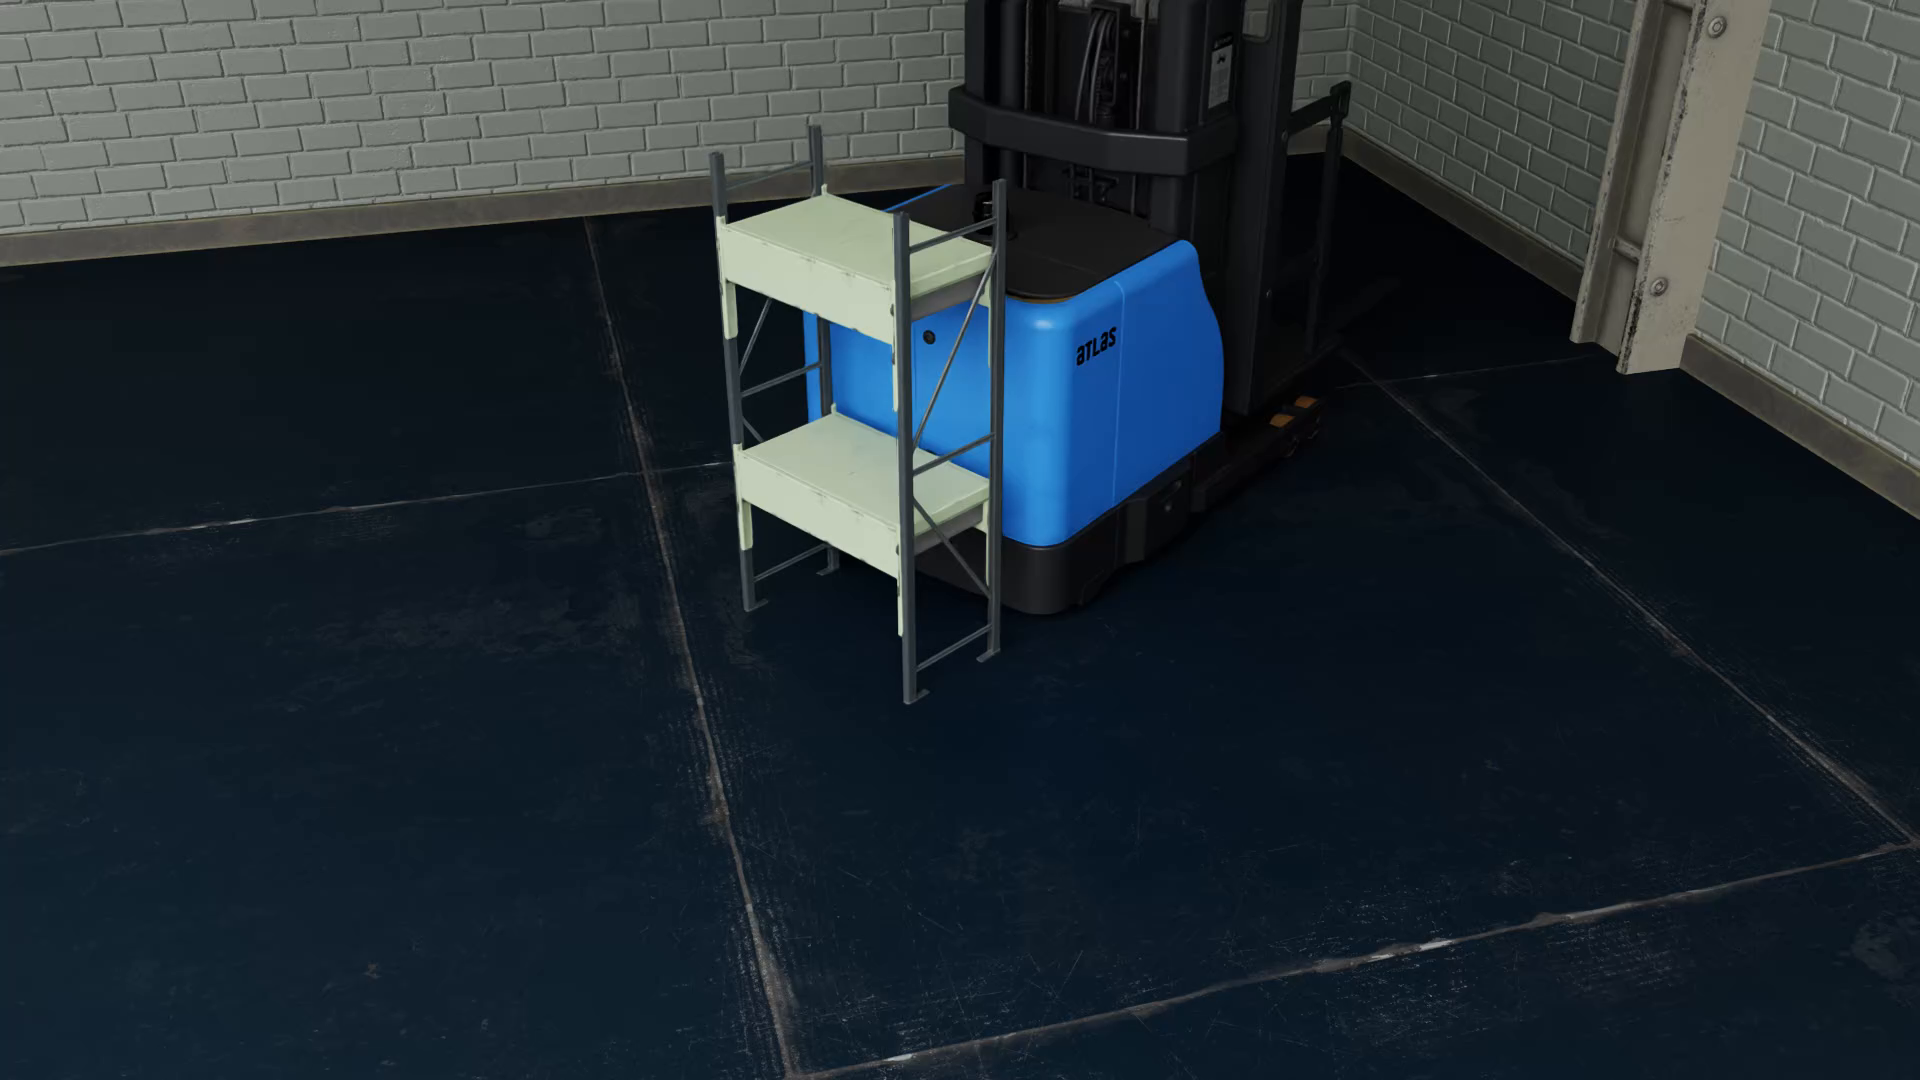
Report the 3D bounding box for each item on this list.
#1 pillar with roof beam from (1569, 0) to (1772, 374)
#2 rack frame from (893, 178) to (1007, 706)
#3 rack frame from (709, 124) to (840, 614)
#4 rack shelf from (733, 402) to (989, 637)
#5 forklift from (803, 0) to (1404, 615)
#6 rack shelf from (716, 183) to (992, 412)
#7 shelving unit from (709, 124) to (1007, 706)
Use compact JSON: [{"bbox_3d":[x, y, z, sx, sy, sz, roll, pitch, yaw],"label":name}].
[{"bbox_3d":[-1.288,-4.129,3.901,9.100,9.000,0.400,-8,31,-13],"label":"pillar with roof beam"},{"bbox_3d":[-0.021,-0.235,4.659,0.023,1.500,0.400,26,39,37],"label":"rack frame"},{"bbox_3d":[-0.550,-0.489,5.097,0.023,1.500,0.400,26,39,37],"label":"rack frame"},{"bbox_3d":[-0.285,-0.080,5.041,0.720,0.370,0.431,26,39,37],"label":"rack shelf"},{"bbox_3d":[0.767,-1.714,5.785,1.130,2.935,3.031,21,36,31],"label":"forklift"},{"bbox_3d":[-0.285,-0.700,4.683,0.720,0.370,0.431,26,39,37],"label":"rack shelf"},{"bbox_3d":[-0.285,-0.362,4.878,0.755,1.500,0.431,26,39,37],"label":"shelving unit"}]
